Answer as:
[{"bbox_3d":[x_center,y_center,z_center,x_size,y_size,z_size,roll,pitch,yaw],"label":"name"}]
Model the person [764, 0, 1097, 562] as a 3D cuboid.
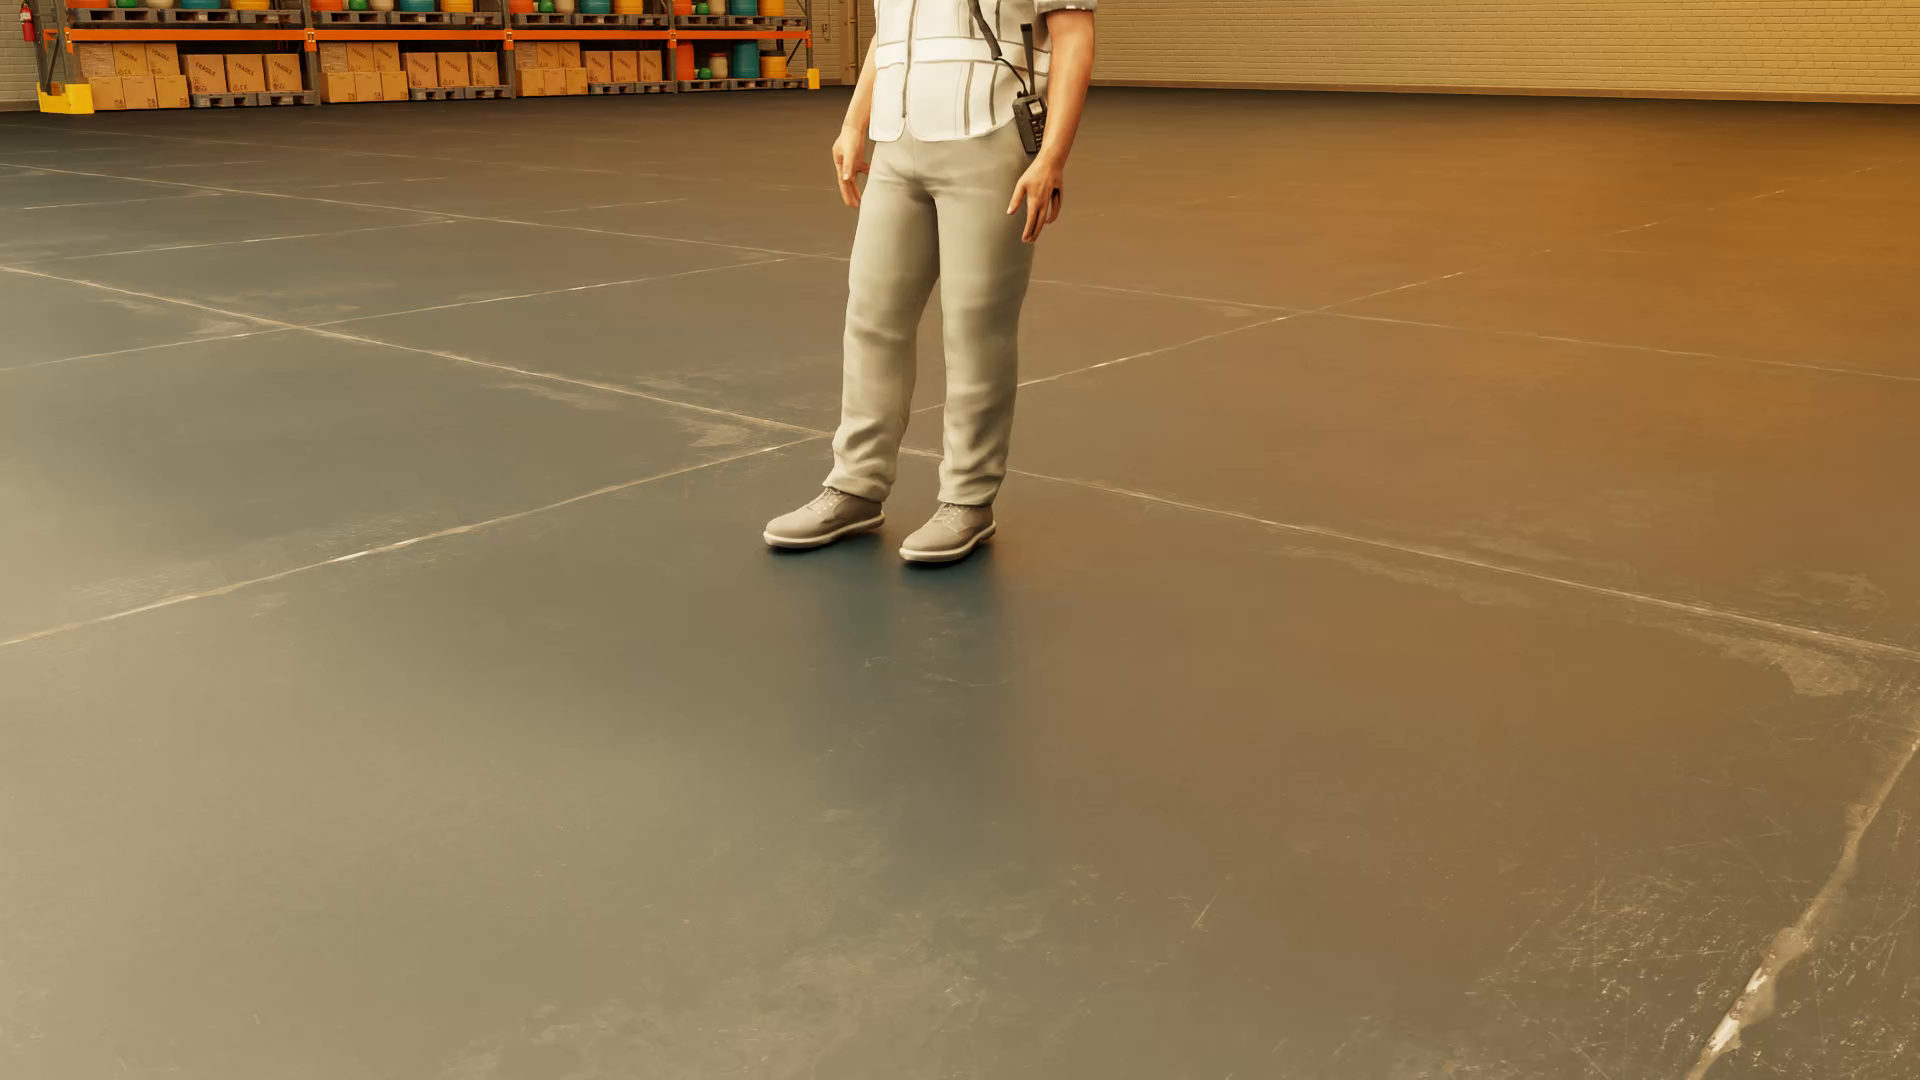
[{"bbox_3d":[-0.059,-0.845,3.630,0.641,1.780,0.574,13,21,37],"label":"person"}]
